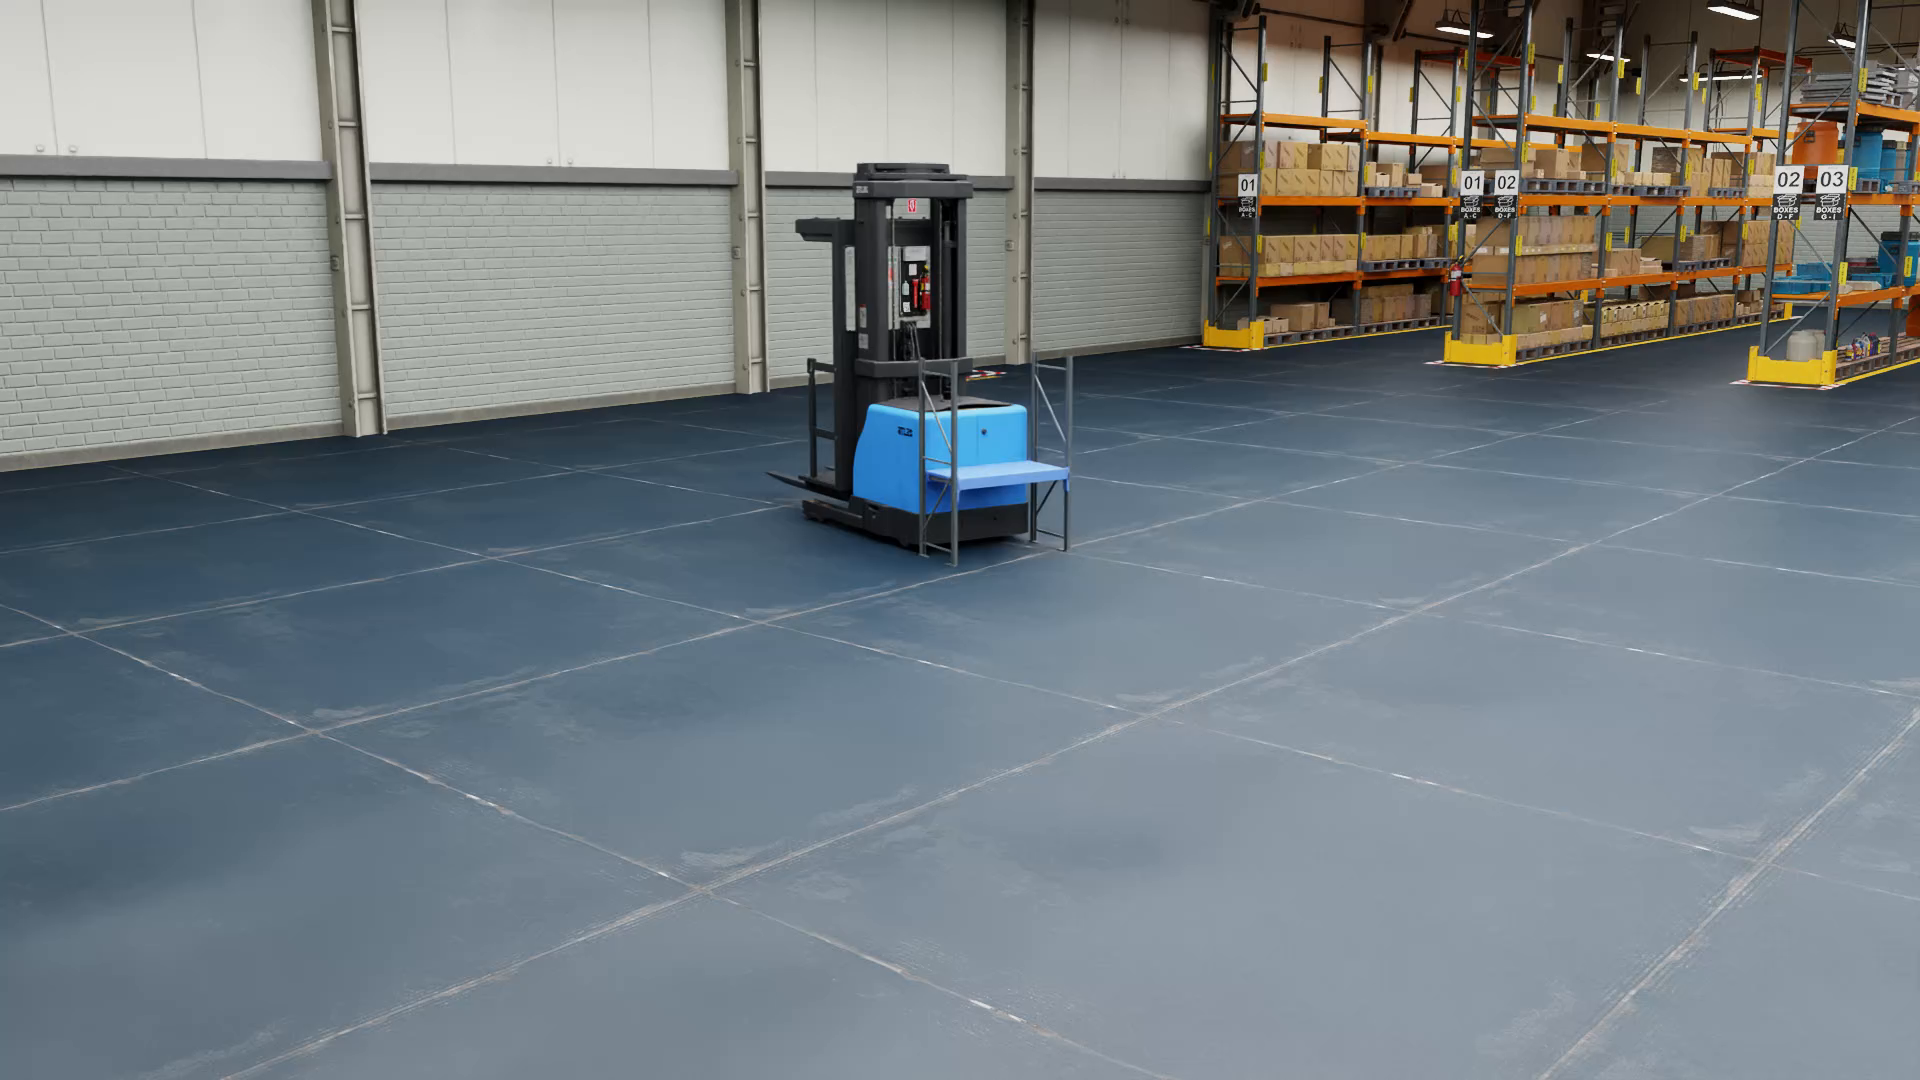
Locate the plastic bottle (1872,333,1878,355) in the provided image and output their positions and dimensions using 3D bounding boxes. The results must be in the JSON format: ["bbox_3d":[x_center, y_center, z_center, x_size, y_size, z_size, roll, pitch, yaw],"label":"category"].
[{"bbox_3d":[15.013,-3.228,27.356,0.144,0.351,0.185,9,15,39],"label":"plastic bottle"}]

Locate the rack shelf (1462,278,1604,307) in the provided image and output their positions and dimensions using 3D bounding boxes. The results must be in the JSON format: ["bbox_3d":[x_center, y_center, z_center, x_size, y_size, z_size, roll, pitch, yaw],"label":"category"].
[{"bbox_3d":[10.183,-4.438,29.607,1.077,0.370,4.000,10,15,40],"label":"rack shelf"}]

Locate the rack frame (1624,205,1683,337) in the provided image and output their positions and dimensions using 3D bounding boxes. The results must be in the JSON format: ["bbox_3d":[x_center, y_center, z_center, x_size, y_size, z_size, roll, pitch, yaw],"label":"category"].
[{"bbox_3d":[14.144,-5.673,33.956,1.000,3.000,0.127,10,15,40],"label":"rack frame"}]

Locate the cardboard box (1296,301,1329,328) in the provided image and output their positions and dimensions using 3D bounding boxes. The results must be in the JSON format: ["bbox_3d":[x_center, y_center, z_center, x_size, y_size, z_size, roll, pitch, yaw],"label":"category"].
[{"bbox_3d":[7.125,-4.557,33.625,0.500,0.500,0.500,8,14,36],"label":"cardboard box"}]

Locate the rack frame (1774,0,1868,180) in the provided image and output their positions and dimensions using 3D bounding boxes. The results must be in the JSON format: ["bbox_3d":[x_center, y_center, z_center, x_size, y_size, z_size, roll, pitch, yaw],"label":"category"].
[{"bbox_3d":[12.581,-6.797,24.267,1.000,3.000,0.127,10,15,40],"label":"rack frame"}]

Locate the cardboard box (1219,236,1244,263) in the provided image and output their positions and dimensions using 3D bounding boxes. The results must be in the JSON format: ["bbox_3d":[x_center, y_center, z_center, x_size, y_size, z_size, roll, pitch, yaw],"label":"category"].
[{"bbox_3d":[5.291,-5.537,31.691,0.500,0.500,0.500,10,15,40],"label":"cardboard box"}]

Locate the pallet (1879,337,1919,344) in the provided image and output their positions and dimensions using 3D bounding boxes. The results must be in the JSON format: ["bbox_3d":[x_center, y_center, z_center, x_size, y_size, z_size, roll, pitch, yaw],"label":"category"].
[{"bbox_3d":[17.322,-3.556,30.475,1.003,0.211,1.213,10,15,40],"label":"pallet"}]

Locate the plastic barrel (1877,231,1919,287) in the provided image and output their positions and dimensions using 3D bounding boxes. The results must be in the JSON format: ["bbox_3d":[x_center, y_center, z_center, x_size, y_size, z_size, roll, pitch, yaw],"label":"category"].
[{"bbox_3d":[15.704,-4.707,27.840,0.600,0.901,0.708,10,15,40],"label":"plastic barrel"}]

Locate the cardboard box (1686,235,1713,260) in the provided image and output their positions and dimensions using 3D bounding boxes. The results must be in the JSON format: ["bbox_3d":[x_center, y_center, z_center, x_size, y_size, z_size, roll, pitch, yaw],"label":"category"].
[{"bbox_3d":[15.664,-6.249,35.511,0.700,0.500,0.500,6,13,26],"label":"cardboard box"}]

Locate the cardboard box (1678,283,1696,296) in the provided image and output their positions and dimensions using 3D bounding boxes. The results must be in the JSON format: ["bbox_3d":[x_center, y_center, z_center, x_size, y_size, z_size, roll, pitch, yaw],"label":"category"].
[{"bbox_3d":[15.622,-5.432,36.096,0.500,0.250,0.500,10,15,40],"label":"cardboard box"}]

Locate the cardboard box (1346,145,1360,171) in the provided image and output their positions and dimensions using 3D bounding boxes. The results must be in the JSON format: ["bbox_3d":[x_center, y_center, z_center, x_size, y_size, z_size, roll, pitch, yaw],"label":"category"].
[{"bbox_3d":[7.653,-7.636,33.266,0.500,0.500,0.500,8,14,36],"label":"cardboard box"}]

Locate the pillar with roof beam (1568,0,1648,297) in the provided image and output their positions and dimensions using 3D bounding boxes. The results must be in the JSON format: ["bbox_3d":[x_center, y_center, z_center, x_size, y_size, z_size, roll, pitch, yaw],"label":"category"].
[{"bbox_3d":[20.068,-10.384,42.228,9.100,9.000,0.548,10,15,40],"label":"pillar with roof beam"}]

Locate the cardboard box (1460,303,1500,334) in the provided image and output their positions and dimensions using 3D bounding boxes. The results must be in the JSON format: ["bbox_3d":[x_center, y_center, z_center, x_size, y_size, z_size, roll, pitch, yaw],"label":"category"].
[{"bbox_3d":[8.993,-3.839,28.806,0.500,0.500,0.500,10,15,40],"label":"cardboard box"}]

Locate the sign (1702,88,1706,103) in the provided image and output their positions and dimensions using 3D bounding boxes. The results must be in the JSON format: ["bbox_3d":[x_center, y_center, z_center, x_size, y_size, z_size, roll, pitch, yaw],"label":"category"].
[{"bbox_3d":[16.389,-9.773,36.581,0.100,0.325,0.005,10,15,40],"label":"sign"}]

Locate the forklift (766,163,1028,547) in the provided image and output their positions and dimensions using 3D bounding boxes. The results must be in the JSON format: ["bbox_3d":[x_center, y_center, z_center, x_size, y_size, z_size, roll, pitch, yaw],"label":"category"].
[{"bbox_3d":[-0.674,-1.623,13.856,1.130,2.935,3.031,-7,13,-32],"label":"forklift"}]

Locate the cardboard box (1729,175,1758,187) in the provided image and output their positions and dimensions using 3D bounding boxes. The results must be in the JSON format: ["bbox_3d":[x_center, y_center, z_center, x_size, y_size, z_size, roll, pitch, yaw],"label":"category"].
[{"bbox_3d":[17.292,-7.944,36.772,0.500,0.250,0.500,10,15,40],"label":"cardboard box"}]

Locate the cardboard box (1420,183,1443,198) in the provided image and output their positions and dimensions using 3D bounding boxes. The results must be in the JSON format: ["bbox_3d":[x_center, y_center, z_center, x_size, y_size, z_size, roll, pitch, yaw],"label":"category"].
[{"bbox_3d":[10.148,-7.609,36.168,0.500,0.311,0.500,10,15,40],"label":"cardboard box"}]

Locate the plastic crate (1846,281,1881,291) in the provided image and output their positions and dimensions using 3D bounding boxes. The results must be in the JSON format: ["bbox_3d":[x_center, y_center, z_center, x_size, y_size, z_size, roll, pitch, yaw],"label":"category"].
[{"bbox_3d":[14.340,-4.043,26.467,0.530,0.136,0.437,10,15,40],"label":"plastic crate"}]

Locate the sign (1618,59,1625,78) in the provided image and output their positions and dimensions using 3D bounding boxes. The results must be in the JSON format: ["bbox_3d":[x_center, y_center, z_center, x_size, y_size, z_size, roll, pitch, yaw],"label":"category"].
[{"bbox_3d":[11.904,-8.487,29.938,0.100,0.325,0.005,10,15,40],"label":"sign"}]

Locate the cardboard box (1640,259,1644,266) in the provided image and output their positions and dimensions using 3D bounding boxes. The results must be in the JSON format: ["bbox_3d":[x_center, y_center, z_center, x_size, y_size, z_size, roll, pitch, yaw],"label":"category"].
[{"bbox_3d":[13.408,-5.523,33.432,0.500,0.311,0.500,10,15,40],"label":"cardboard box"}]

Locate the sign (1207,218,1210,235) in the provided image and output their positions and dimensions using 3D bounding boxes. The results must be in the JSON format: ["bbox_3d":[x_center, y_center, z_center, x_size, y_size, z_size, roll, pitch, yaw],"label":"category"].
[{"bbox_3d":[4.736,-5.933,31.497,0.100,0.325,0.005,10,15,40],"label":"sign"}]

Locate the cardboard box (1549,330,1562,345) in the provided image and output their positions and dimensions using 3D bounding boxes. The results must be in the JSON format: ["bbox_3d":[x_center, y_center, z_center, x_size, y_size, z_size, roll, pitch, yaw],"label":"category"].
[{"bbox_3d":[10.375,-3.624,29.647,0.500,0.250,0.500,10,15,40],"label":"cardboard box"}]

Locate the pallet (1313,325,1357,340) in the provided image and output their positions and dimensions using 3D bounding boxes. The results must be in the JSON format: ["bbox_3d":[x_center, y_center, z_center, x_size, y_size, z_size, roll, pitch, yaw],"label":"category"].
[{"bbox_3d":[7.363,-4.254,33.969,1.003,0.211,1.213,10,15,40],"label":"pallet"}]

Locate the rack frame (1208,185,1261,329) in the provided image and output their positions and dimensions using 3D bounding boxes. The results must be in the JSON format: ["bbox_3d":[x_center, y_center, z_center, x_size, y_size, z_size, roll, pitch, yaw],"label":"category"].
[{"bbox_3d":[5.139,-5.136,31.267,1.000,3.000,0.127,10,15,40],"label":"rack frame"}]

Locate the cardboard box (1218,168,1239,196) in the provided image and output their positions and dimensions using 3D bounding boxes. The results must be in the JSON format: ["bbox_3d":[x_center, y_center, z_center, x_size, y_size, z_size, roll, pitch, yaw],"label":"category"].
[{"bbox_3d":[5.225,-6.760,31.433,0.500,0.500,0.500,-11,16,-43],"label":"cardboard box"}]

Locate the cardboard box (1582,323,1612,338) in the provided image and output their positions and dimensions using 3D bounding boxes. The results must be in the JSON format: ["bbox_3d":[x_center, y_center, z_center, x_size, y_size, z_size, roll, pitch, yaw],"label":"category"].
[{"bbox_3d":[11.956,-3.969,31.375,0.500,0.250,0.500,9,15,39],"label":"cardboard box"}]

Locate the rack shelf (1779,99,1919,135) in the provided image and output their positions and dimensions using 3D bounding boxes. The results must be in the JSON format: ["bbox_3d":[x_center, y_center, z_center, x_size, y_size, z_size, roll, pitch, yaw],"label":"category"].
[{"bbox_3d":[13.902,-6.542,25.850,1.077,0.370,4.000,10,15,40],"label":"rack shelf"}]

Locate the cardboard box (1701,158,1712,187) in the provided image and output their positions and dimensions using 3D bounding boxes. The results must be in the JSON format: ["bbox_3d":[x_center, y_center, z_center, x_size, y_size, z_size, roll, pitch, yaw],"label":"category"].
[{"bbox_3d":[15.518,-7.775,35.241,0.600,0.600,0.600,9,14,38],"label":"cardboard box"}]

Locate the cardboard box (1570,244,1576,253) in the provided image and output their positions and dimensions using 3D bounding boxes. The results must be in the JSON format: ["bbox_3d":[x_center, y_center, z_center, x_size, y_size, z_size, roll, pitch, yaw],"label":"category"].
[{"bbox_3d":[10.812,-5.235,29.849,0.380,0.149,0.250,10,15,40],"label":"cardboard box"}]

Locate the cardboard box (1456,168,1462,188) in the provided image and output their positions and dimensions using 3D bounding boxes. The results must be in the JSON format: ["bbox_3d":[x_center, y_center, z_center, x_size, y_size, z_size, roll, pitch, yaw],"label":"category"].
[{"bbox_3d":[11.008,-8.212,37.632,0.700,0.500,0.500,9,14,37],"label":"cardboard box"}]

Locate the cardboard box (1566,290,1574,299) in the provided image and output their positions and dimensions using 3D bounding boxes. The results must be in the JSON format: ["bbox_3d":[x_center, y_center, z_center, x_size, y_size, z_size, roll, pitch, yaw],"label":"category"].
[{"bbox_3d":[15.314,-6.354,42.677,0.700,0.500,0.500,10,15,40],"label":"cardboard box"}]

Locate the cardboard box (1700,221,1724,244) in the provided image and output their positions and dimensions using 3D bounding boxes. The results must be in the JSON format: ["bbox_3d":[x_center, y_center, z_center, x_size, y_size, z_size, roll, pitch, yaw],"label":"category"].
[{"bbox_3d":[16.924,-6.909,37.335,0.500,0.500,0.500,10,15,41],"label":"cardboard box"}]

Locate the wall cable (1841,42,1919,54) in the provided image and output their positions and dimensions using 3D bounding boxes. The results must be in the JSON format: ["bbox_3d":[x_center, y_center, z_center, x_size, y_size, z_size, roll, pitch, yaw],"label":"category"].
[{"bbox_3d":[24.060,-13.652,42.010,3.097,2.526,0.112,10,15,40],"label":"wall cable"}]

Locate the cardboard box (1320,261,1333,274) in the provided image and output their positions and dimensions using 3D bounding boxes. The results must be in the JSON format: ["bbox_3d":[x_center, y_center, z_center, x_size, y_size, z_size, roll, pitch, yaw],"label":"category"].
[{"bbox_3d":[7.039,-5.404,32.939,0.500,0.250,0.500,10,15,40],"label":"cardboard box"}]

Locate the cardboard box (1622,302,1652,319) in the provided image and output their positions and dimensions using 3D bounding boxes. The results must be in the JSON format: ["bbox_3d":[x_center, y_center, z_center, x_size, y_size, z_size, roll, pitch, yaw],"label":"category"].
[{"bbox_3d":[13.310,-4.546,32.827,0.500,0.311,0.500,10,15,40],"label":"cardboard box"}]

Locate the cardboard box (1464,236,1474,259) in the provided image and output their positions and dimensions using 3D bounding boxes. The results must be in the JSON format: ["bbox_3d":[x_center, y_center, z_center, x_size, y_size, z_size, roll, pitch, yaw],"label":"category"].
[{"bbox_3d":[11.286,-6.632,37.691,0.500,0.500,0.500,10,15,42],"label":"cardboard box"}]

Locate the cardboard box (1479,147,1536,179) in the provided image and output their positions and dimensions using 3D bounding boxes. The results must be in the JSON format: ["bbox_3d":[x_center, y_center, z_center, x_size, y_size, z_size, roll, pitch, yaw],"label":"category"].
[{"bbox_3d":[9.245,-6.376,28.125,0.637,0.503,0.797,-11,16,-44],"label":"cardboard box"}]

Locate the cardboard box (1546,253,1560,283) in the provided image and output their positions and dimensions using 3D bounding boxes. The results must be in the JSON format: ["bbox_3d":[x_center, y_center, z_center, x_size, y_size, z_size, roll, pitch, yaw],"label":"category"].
[{"bbox_3d":[10.201,-4.840,29.531,0.700,0.500,0.500,10,15,42],"label":"cardboard box"}]

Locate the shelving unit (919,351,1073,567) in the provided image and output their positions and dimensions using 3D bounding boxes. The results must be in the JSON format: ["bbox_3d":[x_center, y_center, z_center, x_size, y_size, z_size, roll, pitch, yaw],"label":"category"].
[{"bbox_3d":[0.269,-0.630,12.536,1.048,1.500,0.538,-7,13,-31],"label":"shelving unit"}]

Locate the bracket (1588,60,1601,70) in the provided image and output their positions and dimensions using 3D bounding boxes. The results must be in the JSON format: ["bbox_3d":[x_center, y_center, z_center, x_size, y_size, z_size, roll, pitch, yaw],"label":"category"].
[{"bbox_3d":[16.826,-12.599,44.126,0.235,0.232,0.430,10,15,40],"label":"bracket"}]

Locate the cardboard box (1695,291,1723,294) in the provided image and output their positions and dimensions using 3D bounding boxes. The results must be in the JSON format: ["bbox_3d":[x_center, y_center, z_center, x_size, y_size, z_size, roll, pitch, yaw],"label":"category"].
[{"bbox_3d":[16.947,-5.372,37.708,0.500,0.500,0.500,10,15,40],"label":"cardboard box"}]

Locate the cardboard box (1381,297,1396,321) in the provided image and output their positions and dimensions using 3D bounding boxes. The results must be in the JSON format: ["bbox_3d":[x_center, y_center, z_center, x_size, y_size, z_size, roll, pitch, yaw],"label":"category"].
[{"bbox_3d":[8.924,-4.977,35.731,0.700,0.500,0.500,10,15,41],"label":"cardboard box"}]

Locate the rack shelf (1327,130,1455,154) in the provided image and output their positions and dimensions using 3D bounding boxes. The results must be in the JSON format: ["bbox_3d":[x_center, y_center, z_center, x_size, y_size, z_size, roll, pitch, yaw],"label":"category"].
[{"bbox_3d":[9.100,-8.412,35.209,1.077,0.370,4.000,10,15,40],"label":"rack shelf"}]

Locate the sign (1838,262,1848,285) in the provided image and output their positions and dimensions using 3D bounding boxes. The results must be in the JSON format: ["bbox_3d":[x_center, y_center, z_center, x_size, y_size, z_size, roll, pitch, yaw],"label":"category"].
[{"bbox_3d":[12.992,-3.919,24.468,0.100,0.325,0.005,10,15,40],"label":"sign"}]

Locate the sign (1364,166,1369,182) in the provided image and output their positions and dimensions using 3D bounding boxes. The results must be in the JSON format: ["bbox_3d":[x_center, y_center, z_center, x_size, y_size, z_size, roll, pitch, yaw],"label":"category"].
[{"bbox_3d":[8.193,-7.380,33.524,0.100,0.325,0.005,10,15,40],"label":"sign"}]

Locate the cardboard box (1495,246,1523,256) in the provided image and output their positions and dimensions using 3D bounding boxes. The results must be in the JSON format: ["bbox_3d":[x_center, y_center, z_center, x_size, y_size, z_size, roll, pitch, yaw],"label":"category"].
[{"bbox_3d":[9.284,-4.893,28.140,0.380,0.149,0.250,10,15,40],"label":"cardboard box"}]

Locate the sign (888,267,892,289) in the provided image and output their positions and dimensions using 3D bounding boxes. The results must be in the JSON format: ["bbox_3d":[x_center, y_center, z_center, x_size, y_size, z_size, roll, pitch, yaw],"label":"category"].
[{"bbox_3d":[-1.111,-4.059,25.784,0.001,0.329,0.234,10,15,40],"label":"sign"}]

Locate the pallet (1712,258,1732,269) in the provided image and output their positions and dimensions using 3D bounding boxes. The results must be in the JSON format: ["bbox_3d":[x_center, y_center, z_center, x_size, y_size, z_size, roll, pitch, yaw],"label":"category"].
[{"bbox_3d":[16.175,-6.064,36.404,1.003,0.211,1.213,10,15,40],"label":"pallet"}]

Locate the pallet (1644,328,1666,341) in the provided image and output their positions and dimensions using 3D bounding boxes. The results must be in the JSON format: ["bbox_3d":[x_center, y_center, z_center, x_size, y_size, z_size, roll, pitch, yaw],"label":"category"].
[{"bbox_3d":[13.571,-4.190,33.648,1.003,0.211,1.213,10,15,40],"label":"pallet"}]

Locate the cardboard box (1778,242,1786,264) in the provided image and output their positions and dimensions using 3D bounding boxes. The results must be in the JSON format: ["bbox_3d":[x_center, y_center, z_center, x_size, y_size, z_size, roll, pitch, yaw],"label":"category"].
[{"bbox_3d":[18.994,-6.721,38.949,0.500,0.500,0.500,10,15,41],"label":"cardboard box"}]

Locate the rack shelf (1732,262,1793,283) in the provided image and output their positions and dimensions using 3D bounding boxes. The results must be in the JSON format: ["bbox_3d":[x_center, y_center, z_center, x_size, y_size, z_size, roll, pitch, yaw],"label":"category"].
[{"bbox_3d":[18.104,-6.203,38.447,1.077,0.370,4.000,10,15,40],"label":"rack shelf"}]

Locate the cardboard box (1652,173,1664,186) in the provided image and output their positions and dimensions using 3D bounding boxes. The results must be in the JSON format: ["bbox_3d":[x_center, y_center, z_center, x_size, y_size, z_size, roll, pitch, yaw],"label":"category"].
[{"bbox_3d":[13.554,-7.123,32.868,0.500,0.250,0.500,10,15,42],"label":"cardboard box"}]

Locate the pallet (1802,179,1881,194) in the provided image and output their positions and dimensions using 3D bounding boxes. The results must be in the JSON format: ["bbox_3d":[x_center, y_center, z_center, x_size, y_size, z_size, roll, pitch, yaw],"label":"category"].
[{"bbox_3d":[13.201,-5.343,25.125,1.003,0.211,1.213,10,15,40],"label":"pallet"}]

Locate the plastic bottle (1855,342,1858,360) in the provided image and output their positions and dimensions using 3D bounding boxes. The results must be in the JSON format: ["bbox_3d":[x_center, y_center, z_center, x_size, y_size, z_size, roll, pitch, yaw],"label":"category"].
[{"bbox_3d":[14.238,-3.010,26.465,0.097,0.271,0.097,0,11,0],"label":"plastic bottle"}]

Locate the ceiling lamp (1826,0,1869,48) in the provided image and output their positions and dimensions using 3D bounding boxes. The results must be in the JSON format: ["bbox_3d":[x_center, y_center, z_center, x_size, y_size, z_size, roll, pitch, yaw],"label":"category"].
[{"bbox_3d":[18.261,-11.593,33.377,0.800,3.185,2.000,10,15,40],"label":"ceiling lamp"}]

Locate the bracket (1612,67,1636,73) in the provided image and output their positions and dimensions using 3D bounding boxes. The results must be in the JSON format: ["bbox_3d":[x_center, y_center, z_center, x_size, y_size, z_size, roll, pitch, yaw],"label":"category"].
[{"bbox_3d":[18.549,-12.983,46.049,0.076,0.066,3.189,10,15,40],"label":"bracket"}]

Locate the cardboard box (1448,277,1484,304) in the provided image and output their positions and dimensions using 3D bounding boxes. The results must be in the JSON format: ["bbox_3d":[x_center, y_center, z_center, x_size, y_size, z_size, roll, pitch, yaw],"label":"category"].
[{"bbox_3d":[11.587,-5.684,38.428,0.750,0.750,0.750,10,15,40],"label":"cardboard box"}]
